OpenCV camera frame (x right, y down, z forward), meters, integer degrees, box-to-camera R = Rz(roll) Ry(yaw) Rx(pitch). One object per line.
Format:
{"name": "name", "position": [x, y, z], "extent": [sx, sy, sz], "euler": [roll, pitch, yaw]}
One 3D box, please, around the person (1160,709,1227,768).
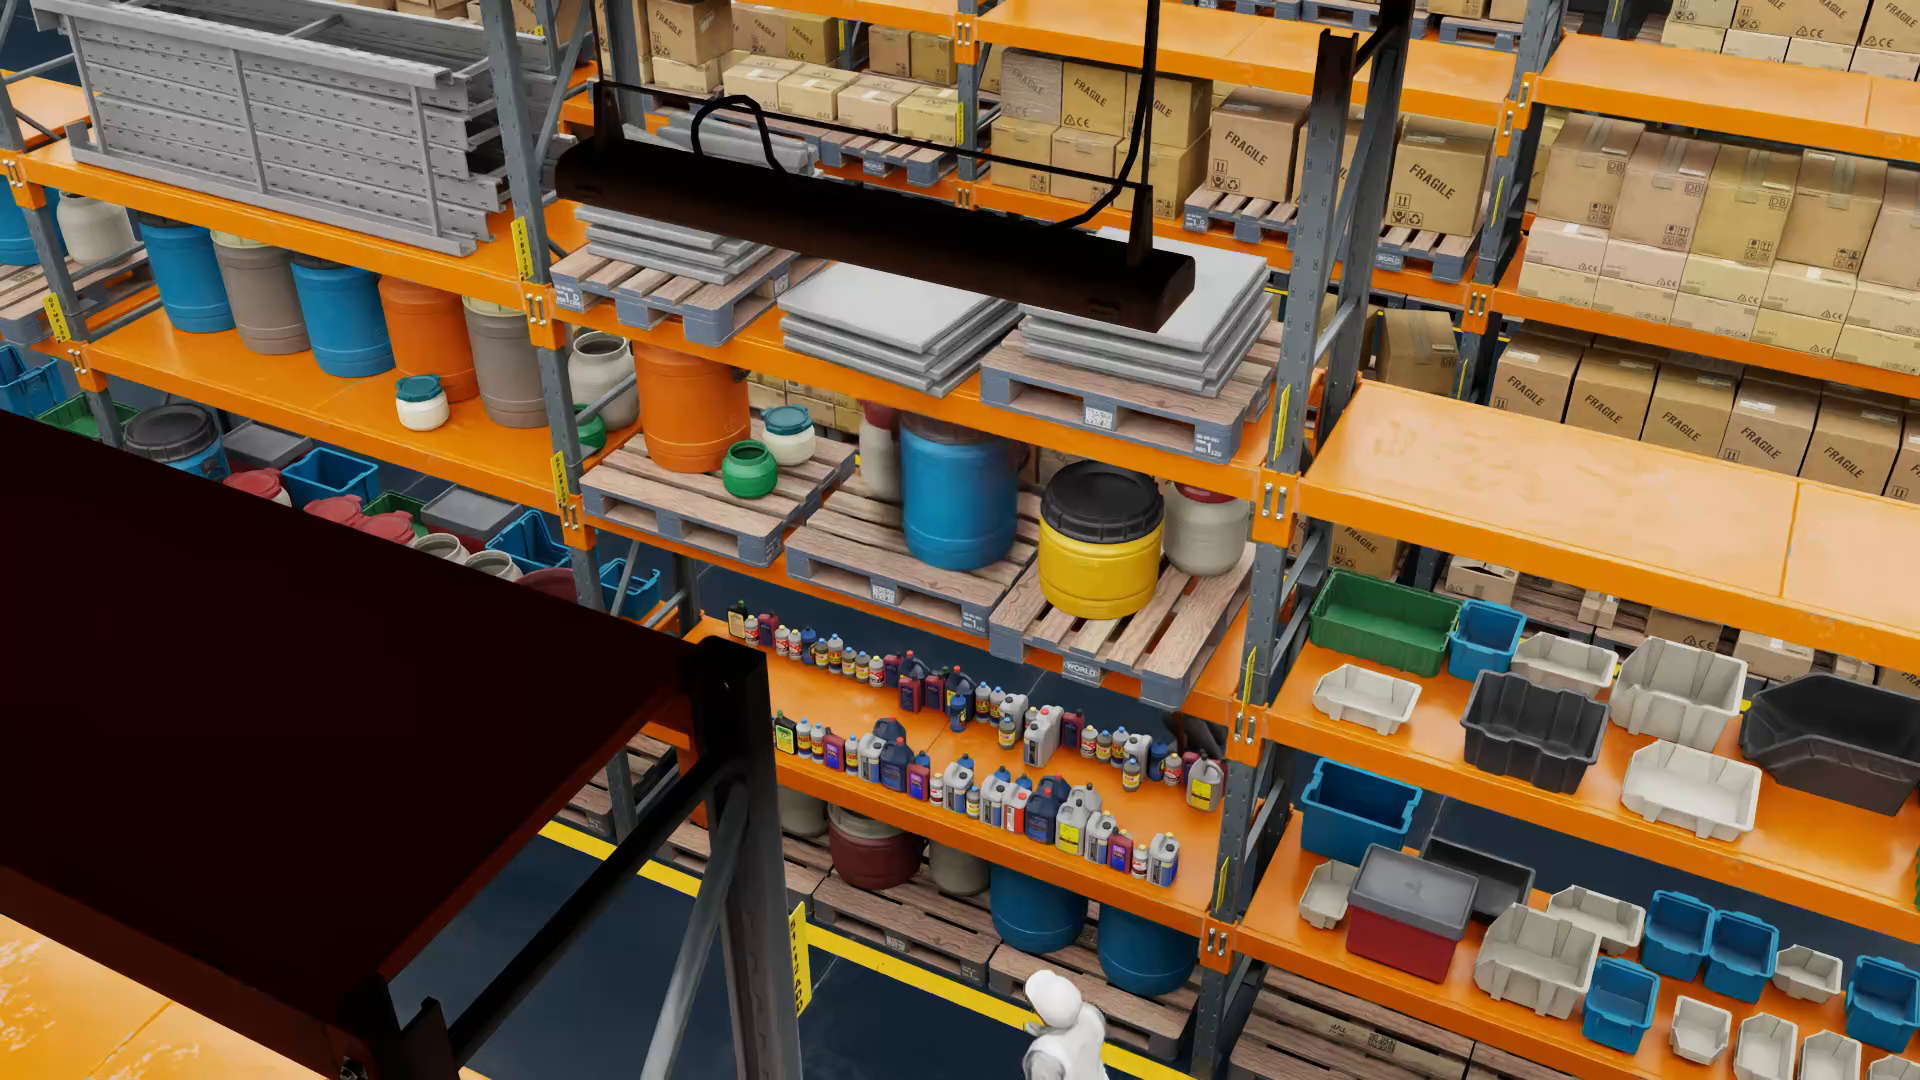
{"name": "person", "position": [1.489, 1.071, 10.677], "extent": [0.519, 1.558, 0.529], "euler": [15, 38, 20]}

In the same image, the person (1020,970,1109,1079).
{"name": "person", "position": [0.546, 2.809, 8.224], "extent": [0.713, 1.631, 0.698], "euler": [23, 41, 29]}
